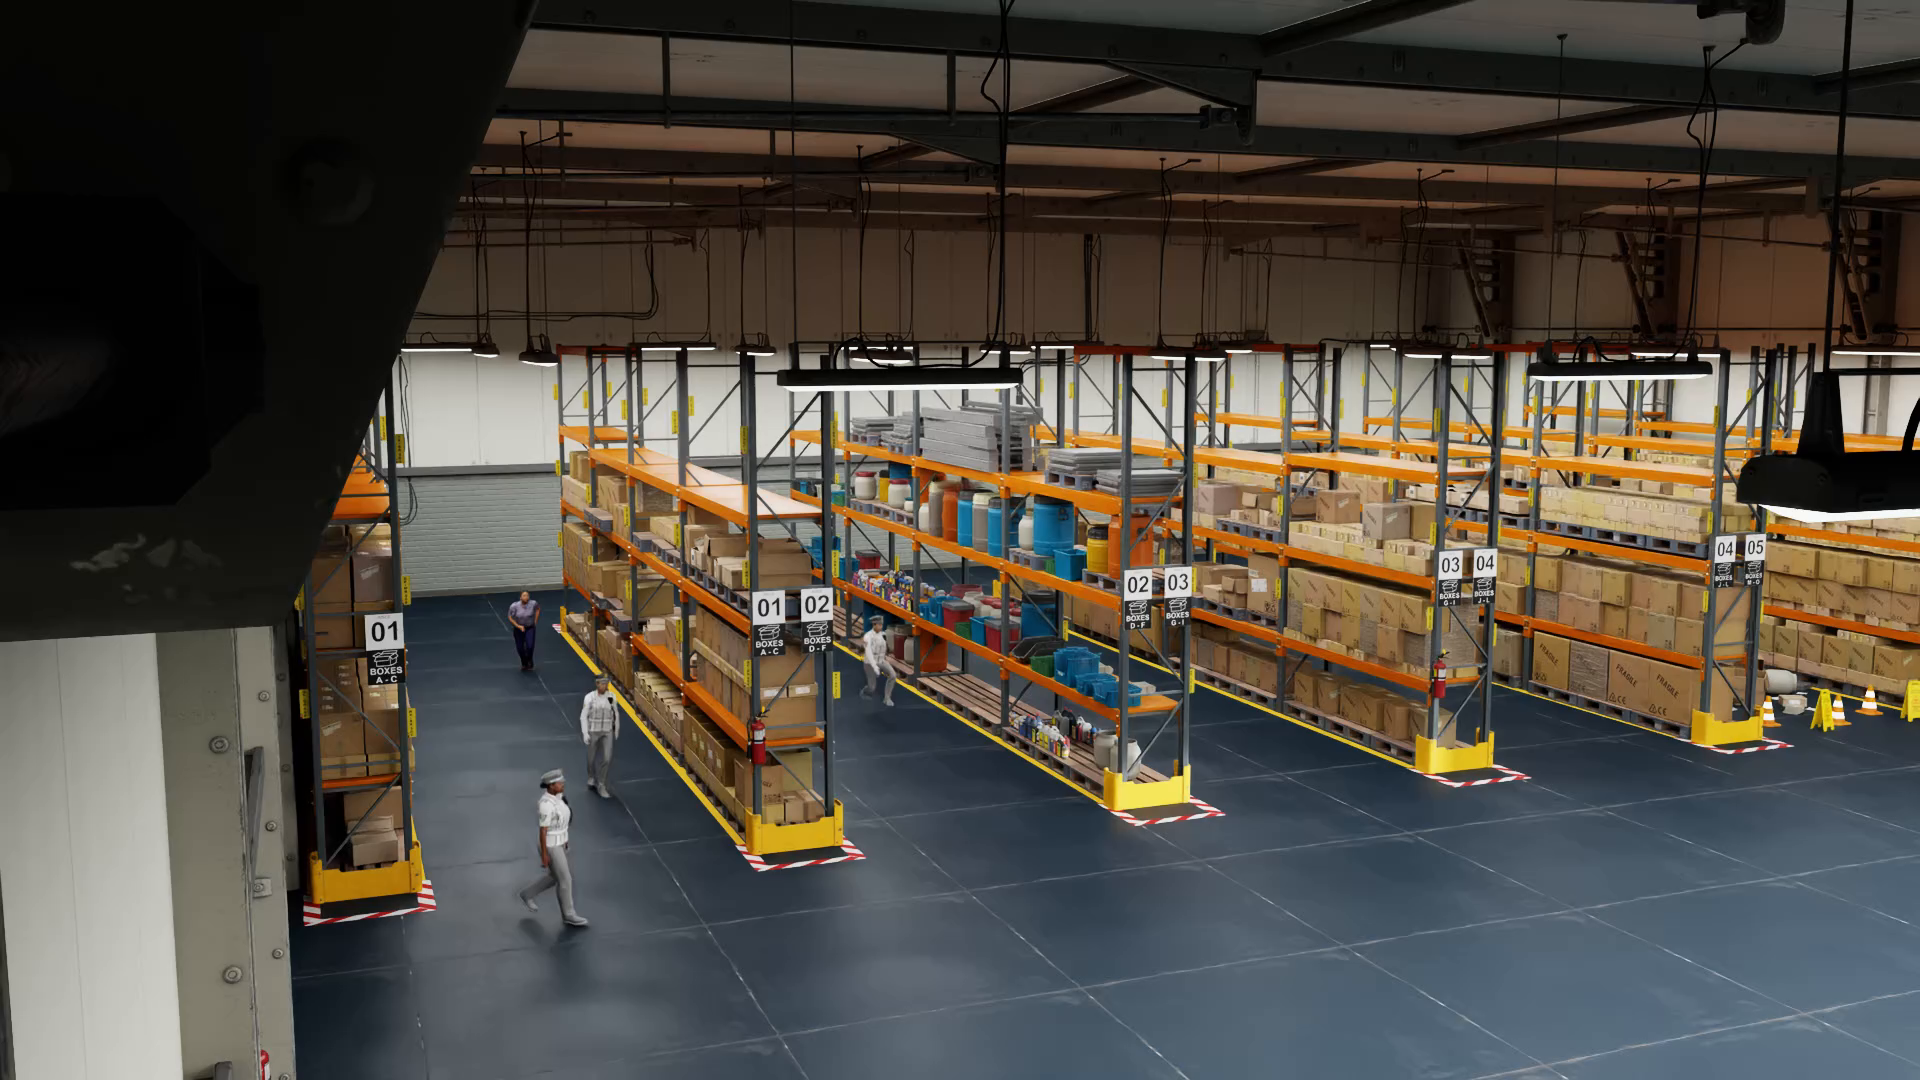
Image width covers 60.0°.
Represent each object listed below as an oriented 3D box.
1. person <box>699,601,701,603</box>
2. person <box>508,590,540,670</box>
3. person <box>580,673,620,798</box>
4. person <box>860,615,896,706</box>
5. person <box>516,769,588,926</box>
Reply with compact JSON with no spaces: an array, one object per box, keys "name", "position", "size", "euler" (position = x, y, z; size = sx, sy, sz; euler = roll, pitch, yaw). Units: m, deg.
[{"name":"person","position":[-4.994,1.317,33.005],"size":[0.479,1.686,0.636],"euler":[3,8,23]},{"name":"person","position":[-8.042,1.662,30.724],"size":[0.573,1.562,0.751],"euler":[-2,7,-12]},{"name":"person","position":[-4.917,2.650,22.787],"size":[0.567,1.700,0.692],"euler":[-4,8,-26]},{"name":"person","position":[-1.333,1.934,26.969],"size":[0.467,1.433,0.942],"euler":[-5,9,-33]},{"name":"person","position":[-4.367,3.252,17.786],"size":[0.841,1.649,0.501],"euler":[1,7,6]}]
